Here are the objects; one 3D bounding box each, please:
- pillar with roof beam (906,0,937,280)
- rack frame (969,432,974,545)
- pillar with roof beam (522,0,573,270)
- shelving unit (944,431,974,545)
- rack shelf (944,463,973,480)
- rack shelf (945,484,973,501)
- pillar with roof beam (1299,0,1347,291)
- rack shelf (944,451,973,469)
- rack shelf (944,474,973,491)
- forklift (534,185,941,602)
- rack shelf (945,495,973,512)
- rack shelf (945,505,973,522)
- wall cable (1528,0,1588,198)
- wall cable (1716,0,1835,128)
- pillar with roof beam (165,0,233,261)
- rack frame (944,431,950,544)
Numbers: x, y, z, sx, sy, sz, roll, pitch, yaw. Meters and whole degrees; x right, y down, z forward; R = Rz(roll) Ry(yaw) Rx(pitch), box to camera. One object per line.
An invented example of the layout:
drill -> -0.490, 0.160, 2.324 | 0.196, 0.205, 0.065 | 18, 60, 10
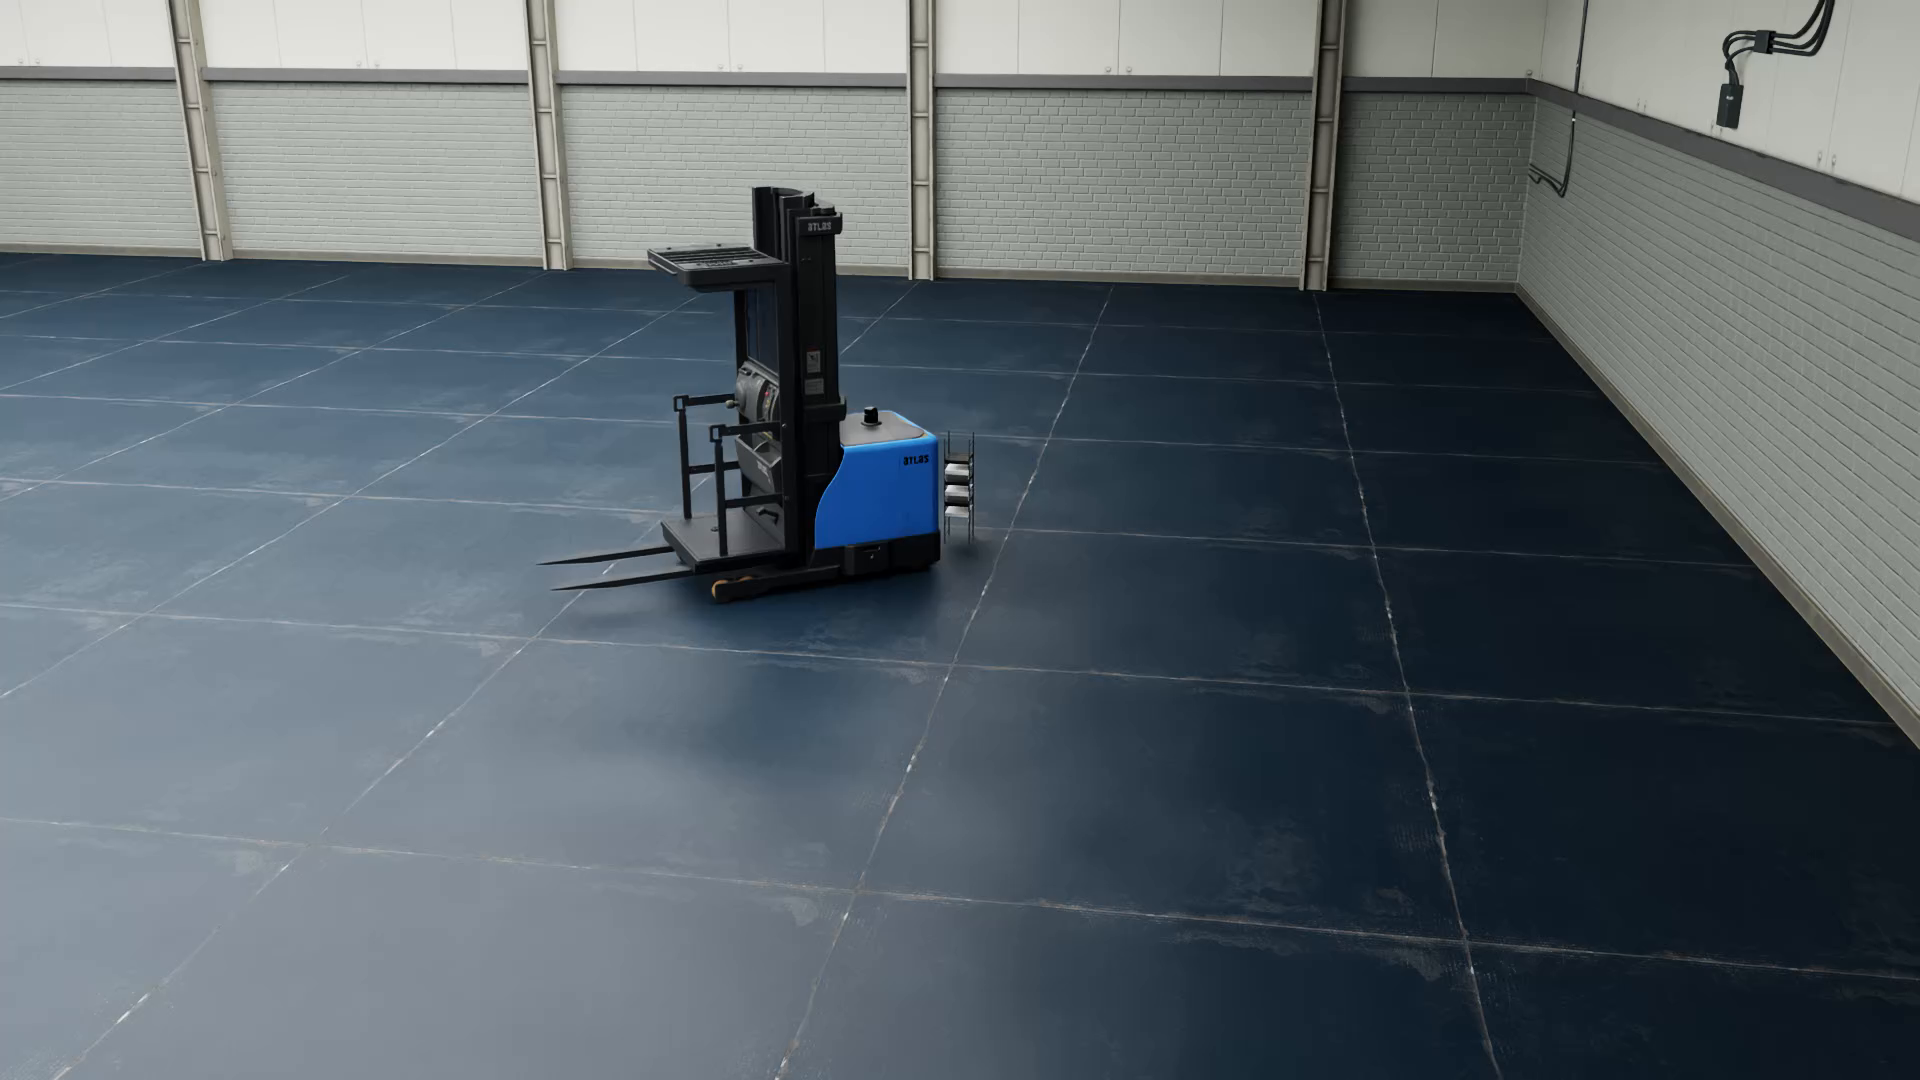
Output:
pillar with roof beam -> -1.266, -7.023, 20.610 | 0.400, 9.000, 9.100 | 3, 19, 9
rack frame -> 0.092, -0.422, 13.646 | 0.006, 0.900, 0.240 | 3, 19, 9
pillar with roof beam -> -7.190, -7.325, 21.513 | 0.400, 9.000, 9.100 | 3, 19, 9
shelving unit -> -0.008, -0.427, 13.662 | 0.210, 0.900, 0.258 | 3, 19, 9
rack shelf -> -0.008, -0.566, 13.615 | 0.200, 0.077, 0.258 | 3, 19, 9
rack shelf -> -0.008, -0.396, 13.672 | 0.200, 0.077, 0.258 | 3, 19, 9
pillar with roof beam -> 4.658, -6.721, 19.708 | 0.400, 9.000, 9.100 | 3, 19, 9
rack shelf -> -0.008, -0.652, 13.586 | 0.200, 0.077, 0.258 | 3, 19, 9
rack shelf -> -0.008, -0.481, 13.644 | 0.200, 0.077, 0.258 | 3, 19, 9
forklift -> -1.716, -1.115, 12.515 | 3.031, 2.935, 1.130 | -8, 20, -23
rack shelf -> -0.008, -0.310, 13.701 | 0.200, 0.077, 0.258 | 3, 19, 9
rack shelf -> -0.008, -0.225, 13.729 | 0.200, 0.077, 0.258 | 3, 19, 9
wall cable -> 8.039, -6.034, 22.550 | 0.112, 2.526, 3.097 | 3, 19, 9
wall cable -> 6.518, -6.146, 12.631 | 0.169, 6.003, 2.305 | 3, 19, 9
pillar with roof beam -> -13.114, -7.627, 22.415 | 0.400, 9.000, 9.100 | 3, 19, 9
rack frame -> -0.108, -0.432, 13.677 | 0.006, 0.900, 0.240 | 3, 19, 9
